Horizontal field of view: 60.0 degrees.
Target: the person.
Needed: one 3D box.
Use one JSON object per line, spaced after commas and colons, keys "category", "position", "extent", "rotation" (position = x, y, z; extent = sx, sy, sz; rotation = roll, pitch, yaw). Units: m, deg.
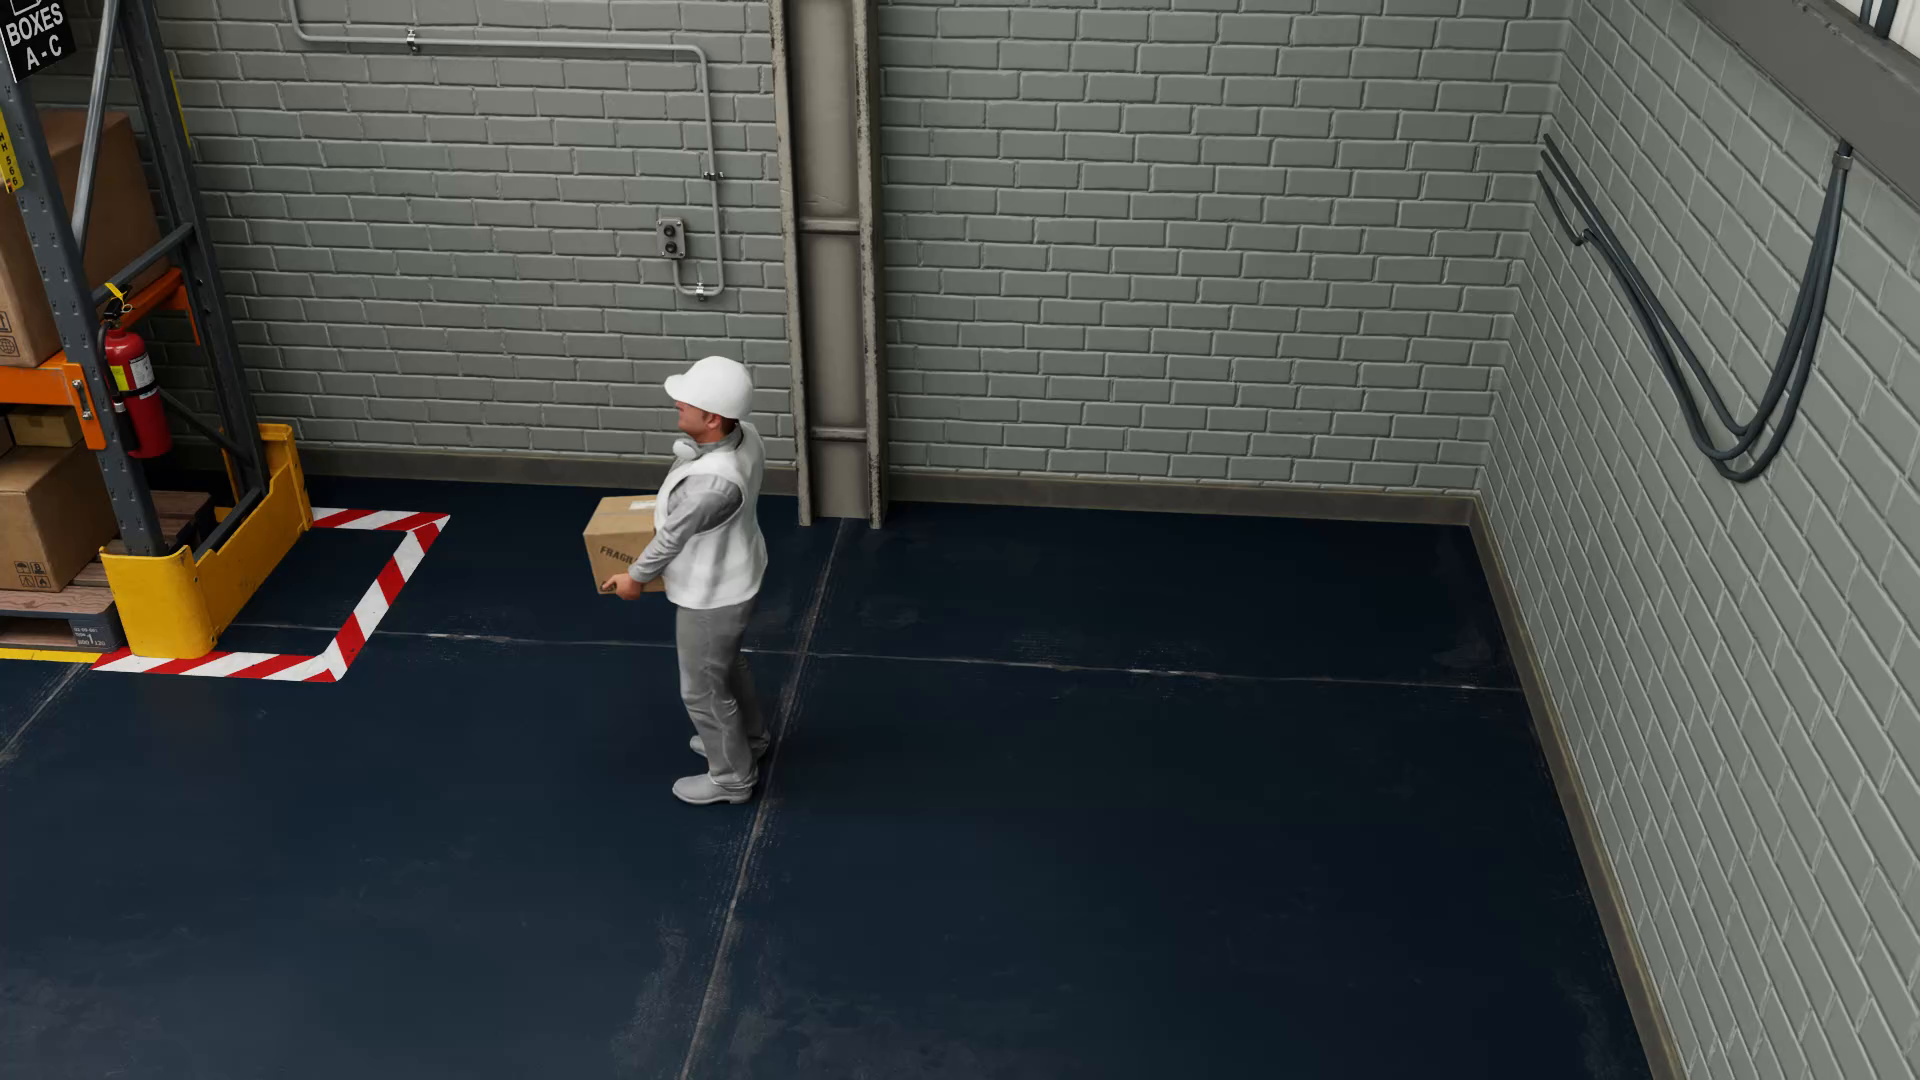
{"category": "person", "position": [-0.954, 0.151, 5.876], "extent": [0.556, 1.762, 0.494], "rotation": [3, 32, 4]}
